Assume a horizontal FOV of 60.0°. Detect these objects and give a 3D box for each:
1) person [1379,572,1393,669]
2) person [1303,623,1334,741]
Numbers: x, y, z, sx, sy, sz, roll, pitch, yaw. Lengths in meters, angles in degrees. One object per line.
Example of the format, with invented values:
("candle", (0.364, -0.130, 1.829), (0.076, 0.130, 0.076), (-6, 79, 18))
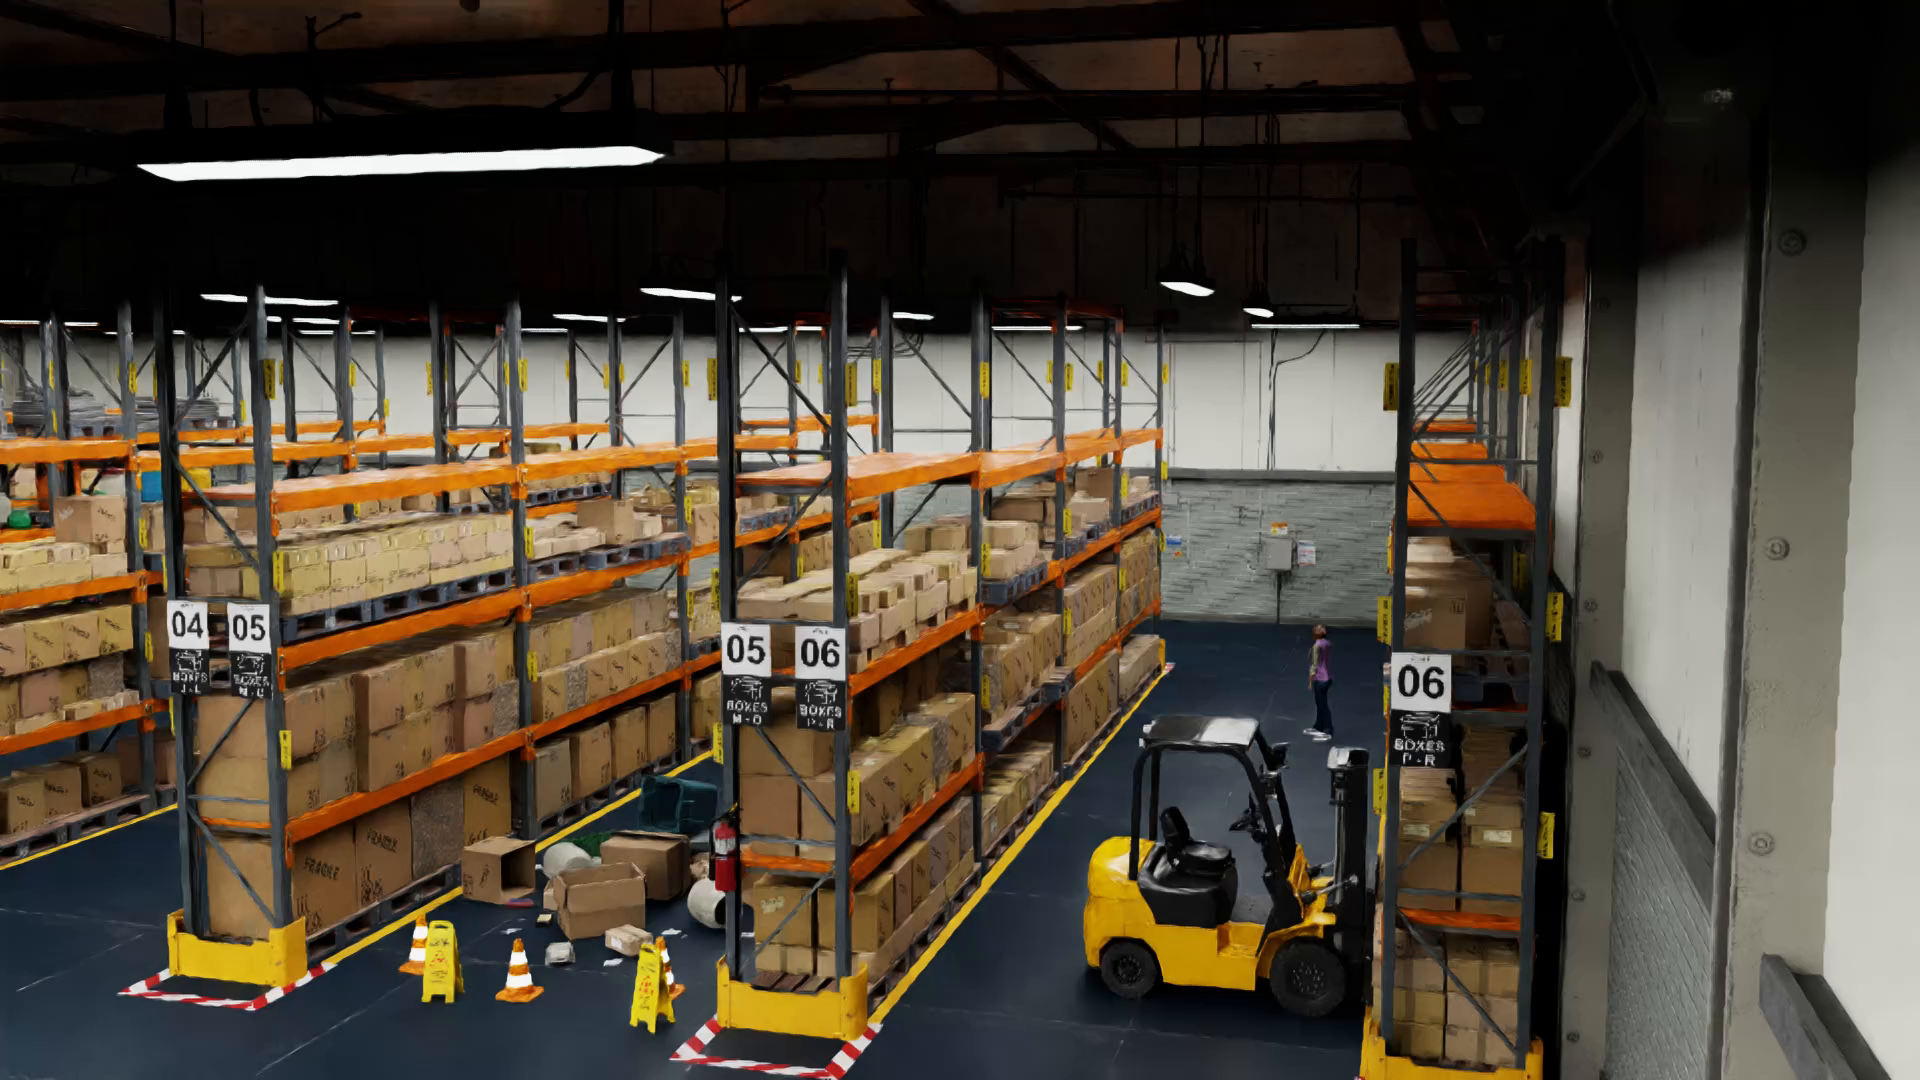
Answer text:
("person", (7.465, 1.347, 28.129), (0.569, 1.716, 0.566), (-2, 6, -21))
("person", (4.954, 1.942, 22.937), (0.508, 1.581, 0.515), (4, 7, 34))
